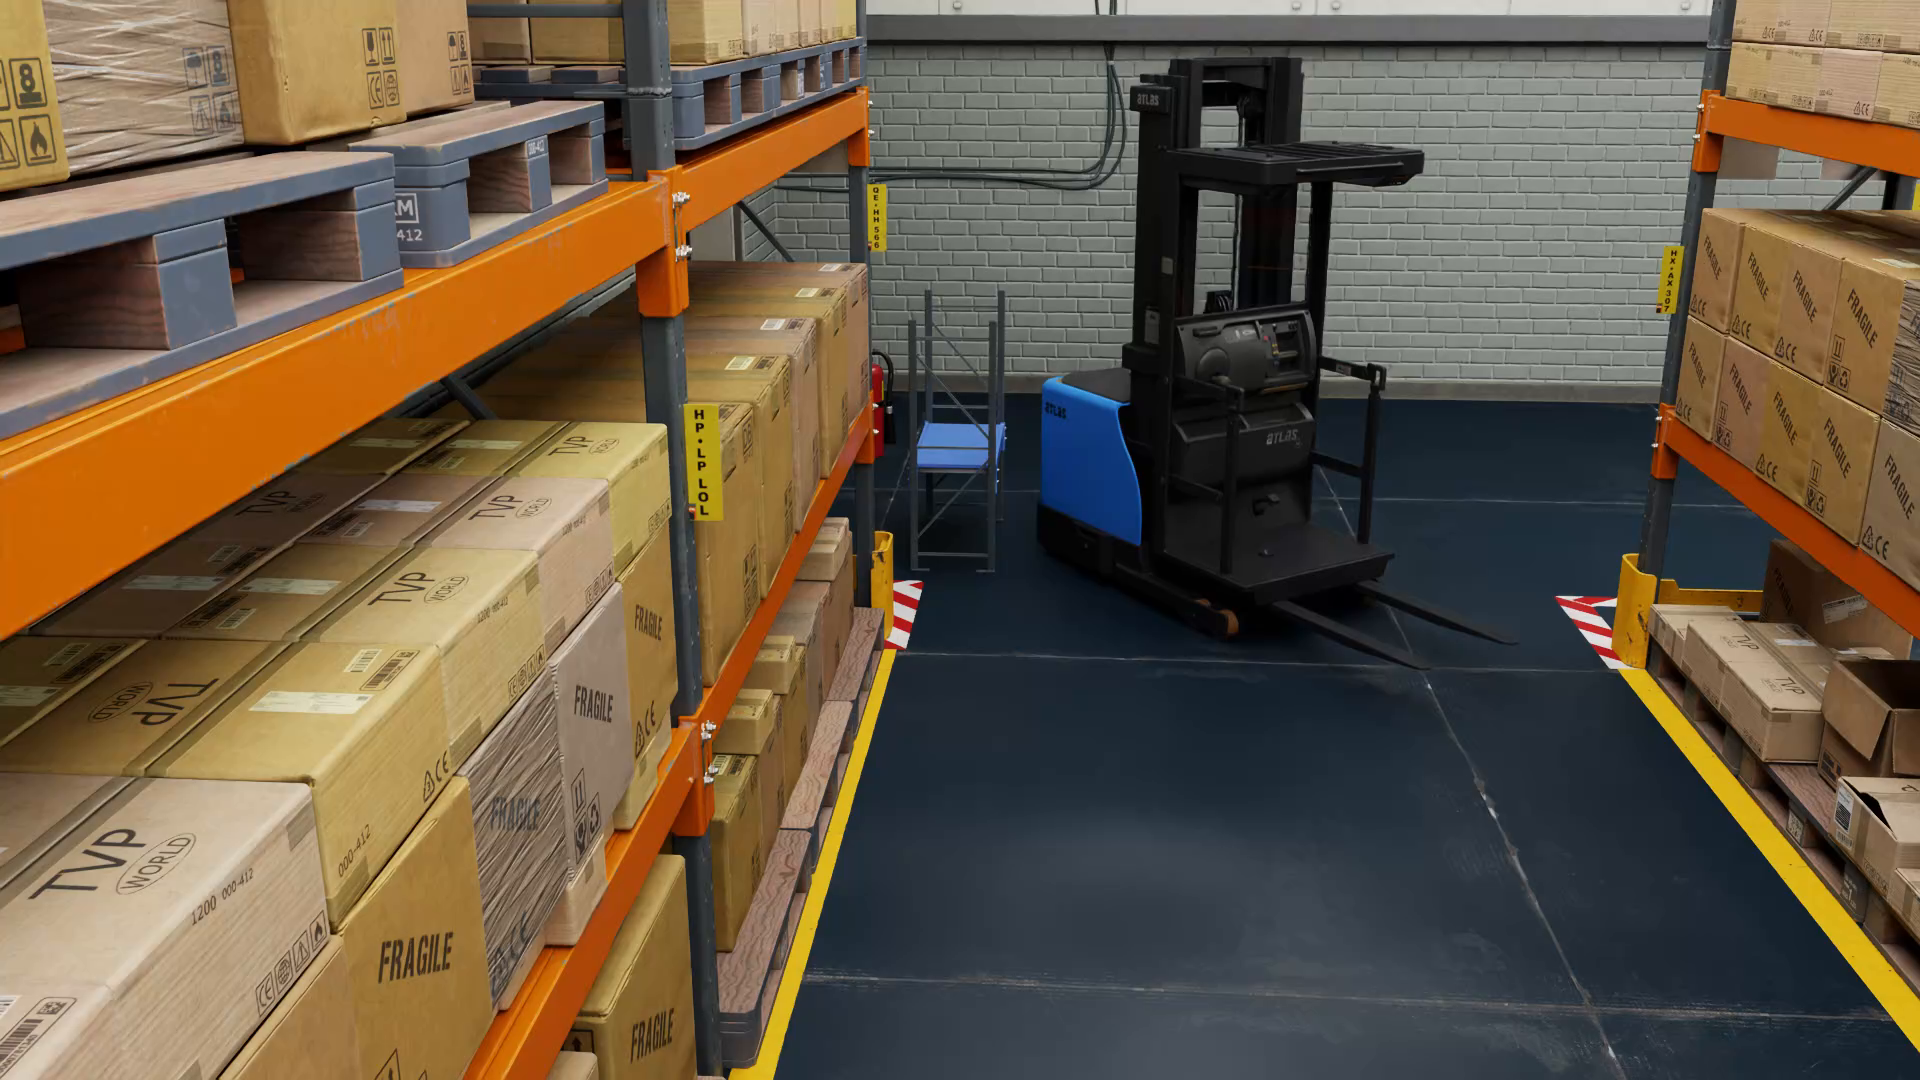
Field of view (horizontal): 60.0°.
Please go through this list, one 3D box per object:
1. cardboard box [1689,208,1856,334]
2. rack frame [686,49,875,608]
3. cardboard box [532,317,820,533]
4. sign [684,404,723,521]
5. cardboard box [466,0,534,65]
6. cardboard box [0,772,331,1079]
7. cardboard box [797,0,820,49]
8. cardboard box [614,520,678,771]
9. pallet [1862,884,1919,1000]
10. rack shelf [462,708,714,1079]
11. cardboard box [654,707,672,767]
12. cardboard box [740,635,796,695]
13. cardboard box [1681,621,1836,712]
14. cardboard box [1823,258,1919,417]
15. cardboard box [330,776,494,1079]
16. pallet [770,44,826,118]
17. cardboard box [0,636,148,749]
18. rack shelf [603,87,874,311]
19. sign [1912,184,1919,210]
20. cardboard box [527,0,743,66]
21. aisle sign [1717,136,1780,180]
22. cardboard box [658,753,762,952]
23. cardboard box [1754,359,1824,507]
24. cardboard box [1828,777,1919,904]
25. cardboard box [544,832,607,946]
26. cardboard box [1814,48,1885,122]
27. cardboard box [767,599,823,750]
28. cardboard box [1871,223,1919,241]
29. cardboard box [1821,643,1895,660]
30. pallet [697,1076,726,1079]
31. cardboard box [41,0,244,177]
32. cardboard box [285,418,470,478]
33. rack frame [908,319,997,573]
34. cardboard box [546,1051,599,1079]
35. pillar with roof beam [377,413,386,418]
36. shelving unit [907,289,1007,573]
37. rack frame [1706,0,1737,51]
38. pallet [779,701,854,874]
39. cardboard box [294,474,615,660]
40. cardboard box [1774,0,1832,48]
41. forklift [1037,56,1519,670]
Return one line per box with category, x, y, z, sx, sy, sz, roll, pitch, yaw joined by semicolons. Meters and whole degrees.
cardboard box;3.693;-1.228;7.588;0.500;0.500;0.500;2;18;6
rack frame;-0.954;-0.947;8.496;1.000;3.000;0.127;1;18;4
cardboard box;-1.085;-0.468;6.553;0.980;0.700;0.700;0;18;1
sign;-0.698;-0.208;4.509;0.100;0.325;0.005;1;18;4
cardboard box;-1.425;-1.524;4.845;0.500;0.250;0.500;1;18;4
cardboard box;-1.168;0.525;2.128;0.500;0.250;0.500;1;18;4
cardboard box;-0.810;-1.992;6.272;0.500;0.250;0.500;1;18;2
cardboard box;-1.022;0.246;4.185;0.500;0.500;0.500;1;18;3
pallet;3.751;1.517;5.456;1.003;0.211;1.213;1;18;4
rack shelf;-1.384;1.258;2.921;1.077;0.370;4.000;1;18;4
cardboard box;-0.982;0.516;4.401;0.380;0.149;0.250;1;18;4
cardboard box;-0.841;0.481;6.436;0.380;0.149;0.250;1;18;2
cardboard box;3.630;0.578;7.552;0.500;0.250;0.500;1;18;4
cardboard box;3.587;-0.753;6.137;0.500;0.500;0.500;1;18;3
cardboard box;-1.124;0.716;2.752;0.500;0.500;0.500;2;18;5
pallet;-1.081;-1.720;6.180;1.003;0.211;1.213;1;18;4
cardboard box;-1.637;0.358;2.639;0.500;0.250;0.500;1;18;3
rack shelf;-1.097;-1.410;6.245;1.077;0.370;4.000;1;18;4
sign;4.540;-1.519;7.876;0.100;0.325;0.005;1;18;4
cardboard box;-0.928;-1.515;4.817;0.500;0.250;0.500;1;18;4
aisle sign;3.700;-2.101;7.842;0.394;0.787;0.004;1;18;4
cardboard box;-1.084;1.054;5.730;0.700;0.500;0.500;2;18;5
cardboard box;3.622;-0.437;6.779;0.500;0.500;0.500;1;18;4
cardboard box;3.513;1.057;5.991;0.500;0.311;0.500;1;18;4
cardboard box;-1.001;0.758;3.663;0.380;0.149;0.250;1;18;4
cardboard box;3.614;-1.728;6.302;0.500;0.250;0.500;1;18;4
cardboard box;-0.975;0.572;7.199;0.700;0.500;0.500;1;18;2
cardboard box;4.195;-1.059;7.072;0.500;0.500;0.500;2;18;5
cardboard box;4.076;0.598;7.625;0.380;0.166;0.250;1;18;4
pallet;-1.220;1.862;4.403;1.003;0.211;1.213;1;18;4
cardboard box;-1.488;-0.787;2.325;0.700;0.500;0.500;1;18;4
cardboard box;-1.533;-0.122;4.105;0.500;0.250;0.500;2;18;6
rack frame;-0.043;-0.528;9.627;0.500;1.500;0.032;1;18;4
cardboard box;-1.218;1.598;3.507;0.750;0.750;0.750;2;18;6
pillar with roof beam;2.241;-2.696;4.200;9.100;9.000;0.400;1;18;4
shelving unit;-0.006;-0.686;10.109;0.538;1.500;1.048;1;18;4
rack frame;3.988;-3.689;7.228;1.000;3.000;0.127;1;18;4
pallet;-1.023;1.006;7.014;1.003;0.211;1.213;1;18;4
cardboard box;-1.065;0.050;3.579;0.500;0.250;0.500;2;18;5
cardboard box;3.648;-2.121;6.698;0.500;0.250;0.500;1;18;4
forklift;1.674;-1.026;8.846;1.130;2.935;3.031;-11;21;-30
